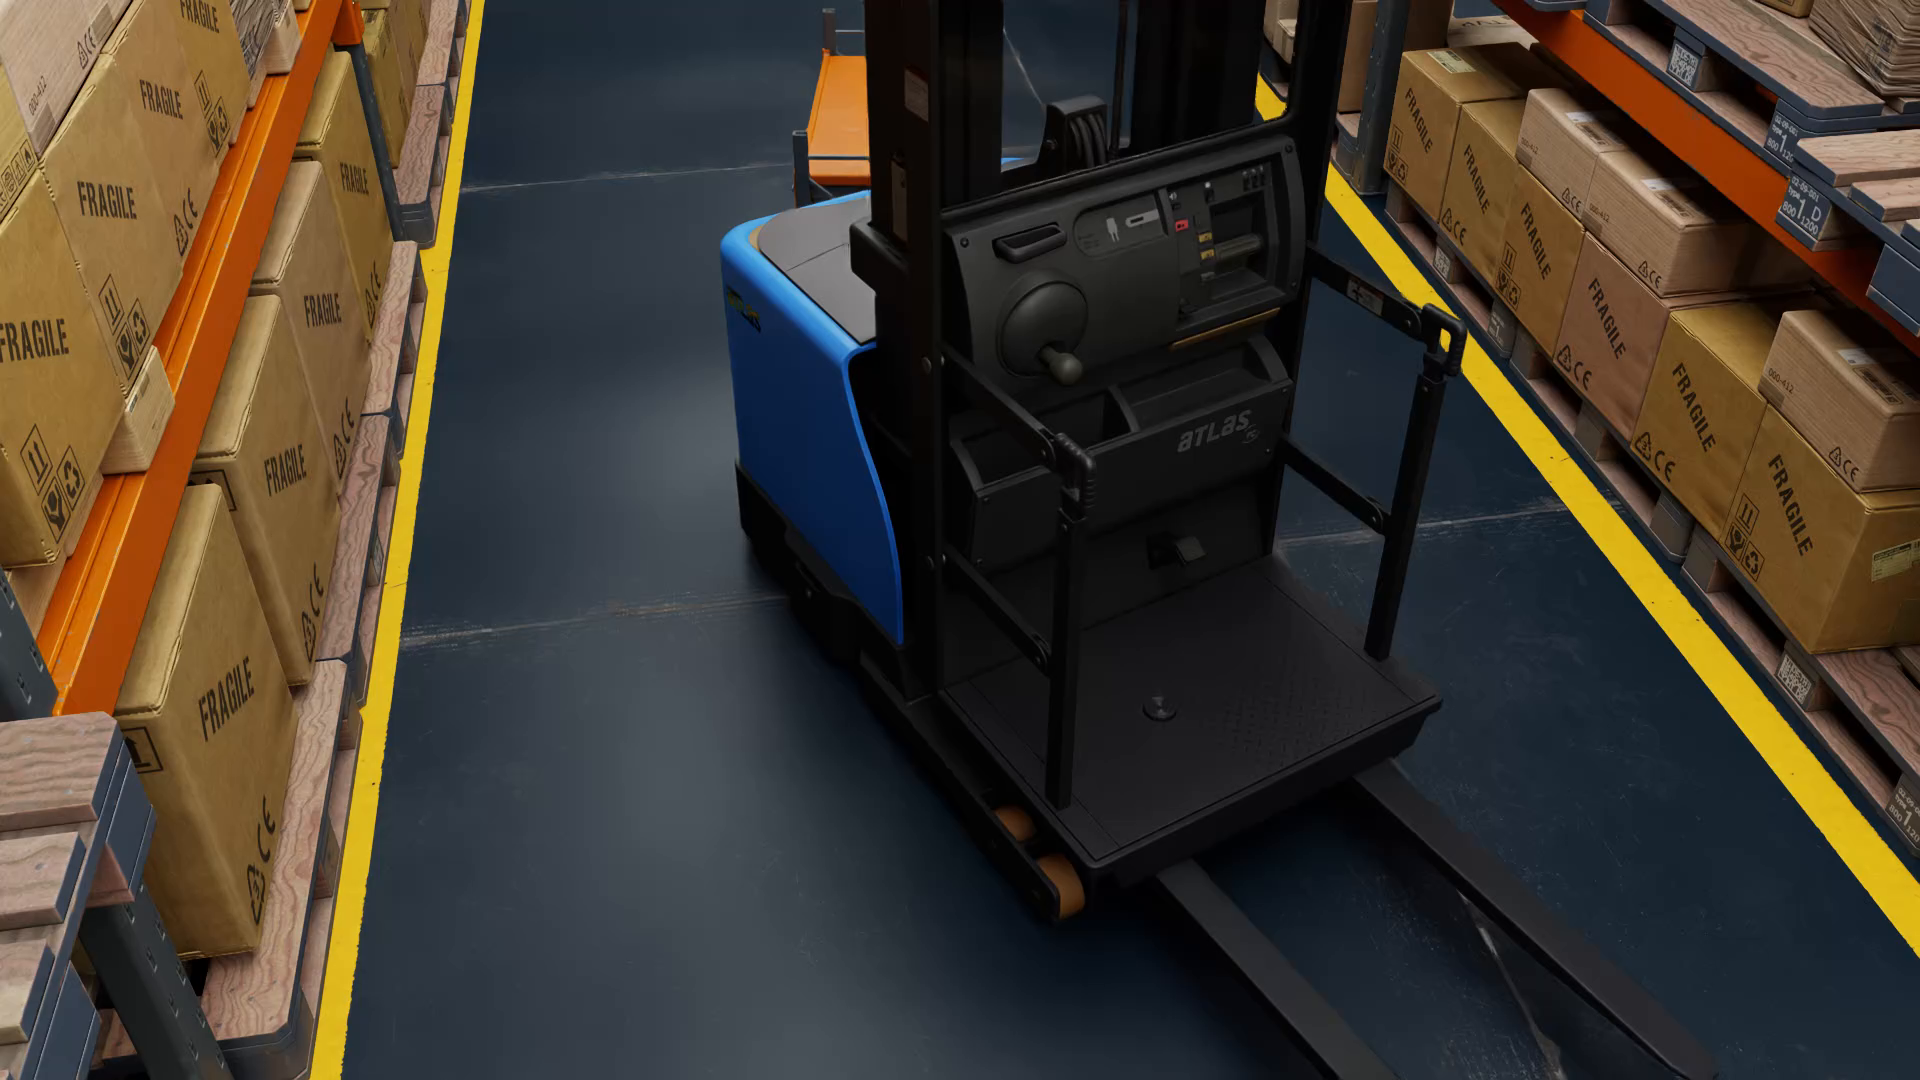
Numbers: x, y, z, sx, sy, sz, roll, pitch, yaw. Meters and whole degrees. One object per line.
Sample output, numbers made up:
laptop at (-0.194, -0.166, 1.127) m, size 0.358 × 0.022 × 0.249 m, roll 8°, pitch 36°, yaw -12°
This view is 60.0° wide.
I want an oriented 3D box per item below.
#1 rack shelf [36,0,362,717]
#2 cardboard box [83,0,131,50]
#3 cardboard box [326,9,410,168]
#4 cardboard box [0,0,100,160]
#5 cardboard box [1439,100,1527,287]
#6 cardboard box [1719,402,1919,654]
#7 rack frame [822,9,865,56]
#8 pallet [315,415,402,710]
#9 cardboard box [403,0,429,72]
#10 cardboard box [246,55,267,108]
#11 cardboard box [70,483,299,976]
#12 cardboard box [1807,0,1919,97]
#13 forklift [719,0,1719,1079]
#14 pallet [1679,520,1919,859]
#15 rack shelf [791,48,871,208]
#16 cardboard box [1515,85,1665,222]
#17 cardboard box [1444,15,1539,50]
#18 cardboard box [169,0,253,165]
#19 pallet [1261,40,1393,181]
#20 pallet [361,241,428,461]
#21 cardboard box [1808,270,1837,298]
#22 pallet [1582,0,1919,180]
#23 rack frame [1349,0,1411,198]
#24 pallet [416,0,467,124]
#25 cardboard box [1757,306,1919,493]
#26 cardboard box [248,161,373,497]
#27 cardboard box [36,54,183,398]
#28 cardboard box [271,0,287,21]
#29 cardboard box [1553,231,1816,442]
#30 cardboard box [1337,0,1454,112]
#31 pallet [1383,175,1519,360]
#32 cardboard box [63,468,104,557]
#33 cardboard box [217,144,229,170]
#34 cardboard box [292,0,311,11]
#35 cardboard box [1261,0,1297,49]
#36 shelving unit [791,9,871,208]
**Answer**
rack shelf at (-2.330, -0.719, 4.317) m, size 1.077 × 0.370 × 4.000 m, roll -6°, pitch 38°, yaw -8°
cardboard box at (-1.991, -1.184, 3.378) m, size 0.500 × 0.250 × 0.500 m, roll -6°, pitch 38°, yaw -8°
cardboard box at (-2.710, -1.853, 6.885) m, size 0.700 × 0.500 × 0.500 m, roll -6°, pitch 38°, yaw -7°
cardboard box at (-1.900, -0.883, 2.990) m, size 0.500 × 0.250 × 0.500 m, roll -7°, pitch 38°, yaw -9°
cardboard box at (2.145, -1.294, 6.149) m, size 0.500 × 0.500 × 0.500 m, roll -6°, pitch 38°, yaw -7°
cardboard box at (2.502, -0.057, 4.557) m, size 0.500 × 0.500 × 0.500 m, roll -5°, pitch 38°, yaw -6°
rack frame at (-0.229, -1.397, 6.132) m, size 0.500 × 1.125 × 0.032 m, roll 1°, pitch 38°, yaw 1°
pallet at (-2.253, 0.086, 4.967) m, size 1.003 × 0.211 × 1.213 m, roll -6°, pitch 38°, yaw -8°
cardboard box at (-2.883, -2.467, 7.675) m, size 0.700 × 0.500 × 0.500 m, roll -5°, pitch 38°, yaw -7°
cardboard box at (-2.192, -1.327, 4.702) m, size 0.380 × 0.149 × 0.250 m, roll -6°, pitch 38°, yaw -8°
cardboard box at (-1.979, 0.430, 3.662) m, size 0.750 × 0.750 × 0.750 m, roll -7°, pitch 38°, yaw -9°
cardboard box at (2.704, -1.477, 4.282) m, size 0.700 × 0.500 × 0.500 m, roll 0°, pitch 38°, yaw 1°
forklift at (0.510, -0.559, 3.581) m, size 1.130 × 2.935 × 3.031 m, roll -21°, pitch 42°, yaw -24°
pallet at (2.804, 0.316, 4.671) m, size 1.003 × 0.211 × 1.213 m, roll -6°, pitch 38°, yaw -8°
rack shelf at (-0.240, -1.317, 5.551) m, size 0.538 × 0.278 × 1.000 m, roll 1°, pitch 38°, yaw 1°
cardboard box at (2.216, -1.307, 5.555) m, size 0.500 × 0.250 × 0.500 m, roll -6°, pitch 38°, yaw -8°
cardboard box at (2.335, -2.135, 7.386) m, size 0.500 × 0.311 × 0.500 m, roll -6°, pitch 38°, yaw -8°
cardboard box at (-2.080, -1.212, 4.025) m, size 0.500 × 0.500 × 0.500 m, roll -5°, pitch 38°, yaw -7°
pallet at (2.077, -2.060, 7.730) m, size 1.003 × 0.211 × 1.213 m, roll -6°, pitch 38°, yaw -8°
pallet at (-2.471, -0.652, 5.917) m, size 1.003 × 0.211 × 1.213 m, roll -6°, pitch 38°, yaw -8°
cardboard box at (2.822, -0.756, 5.457) m, size 0.500 × 0.500 × 0.500 m, roll -7°, pitch 38°, yaw -9°
pallet at (2.552, -1.429, 4.800) m, size 1.003 × 0.211 × 1.213 m, roll -6°, pitch 38°, yaw -8°
rack frame at (2.196, -2.746, 6.340) m, size 1.000 × 3.000 × 0.127 m, roll -6°, pitch 38°, yaw -8°
pallet at (-2.954, -2.316, 8.059) m, size 1.003 × 0.211 × 1.213 m, roll -6°, pitch 38°, yaw -8°
cardboard box at (2.488, -0.386, 4.370) m, size 0.500 × 0.250 × 0.500 m, roll -5°, pitch 38°, yaw -6°
cardboard box at (-2.280, -0.613, 5.004) m, size 0.750 × 0.750 × 0.750 m, roll -5°, pitch 38°, yaw -7°
cardboard box at (-1.895, -0.598, 3.235) m, size 0.500 × 0.500 × 0.500 m, roll -5°, pitch 38°, yaw -6°
cardboard box at (-2.252, -1.817, 4.804) m, size 0.500 × 0.500 × 0.500 m, roll -6°, pitch 38°, yaw -8°
cardboard box at (2.314, -0.685, 5.366) m, size 0.500 × 0.500 × 0.500 m, roll -8°, pitch 38°, yaw -10°
cardboard box at (1.817, -2.247, 7.376) m, size 0.500 × 0.500 × 0.500 m, roll -6°, pitch 38°, yaw -8°
pallet at (2.376, -1.158, 6.568) m, size 1.003 × 0.211 × 1.213 m, roll -6°, pitch 38°, yaw -8°
cardboard box at (-1.844, -0.081, 3.098) m, size 0.380 × 0.149 × 0.250 m, roll -6°, pitch 38°, yaw -7°
cardboard box at (-2.127, -1.012, 4.297) m, size 0.380 × 0.149 × 0.250 m, roll -5°, pitch 38°, yaw -7°
cardboard box at (-2.275, -1.796, 5.306) m, size 0.380 × 0.149 × 0.250 m, roll -6°, pitch 38°, yaw -7°
cardboard box at (1.685, -2.625, 8.017) m, size 0.500 × 0.311 × 0.500 m, roll -6°, pitch 38°, yaw -8°
shelving unit at (-0.240, -1.086, 5.730) m, size 0.538 × 1.125 × 1.048 m, roll 1°, pitch 38°, yaw 1°
